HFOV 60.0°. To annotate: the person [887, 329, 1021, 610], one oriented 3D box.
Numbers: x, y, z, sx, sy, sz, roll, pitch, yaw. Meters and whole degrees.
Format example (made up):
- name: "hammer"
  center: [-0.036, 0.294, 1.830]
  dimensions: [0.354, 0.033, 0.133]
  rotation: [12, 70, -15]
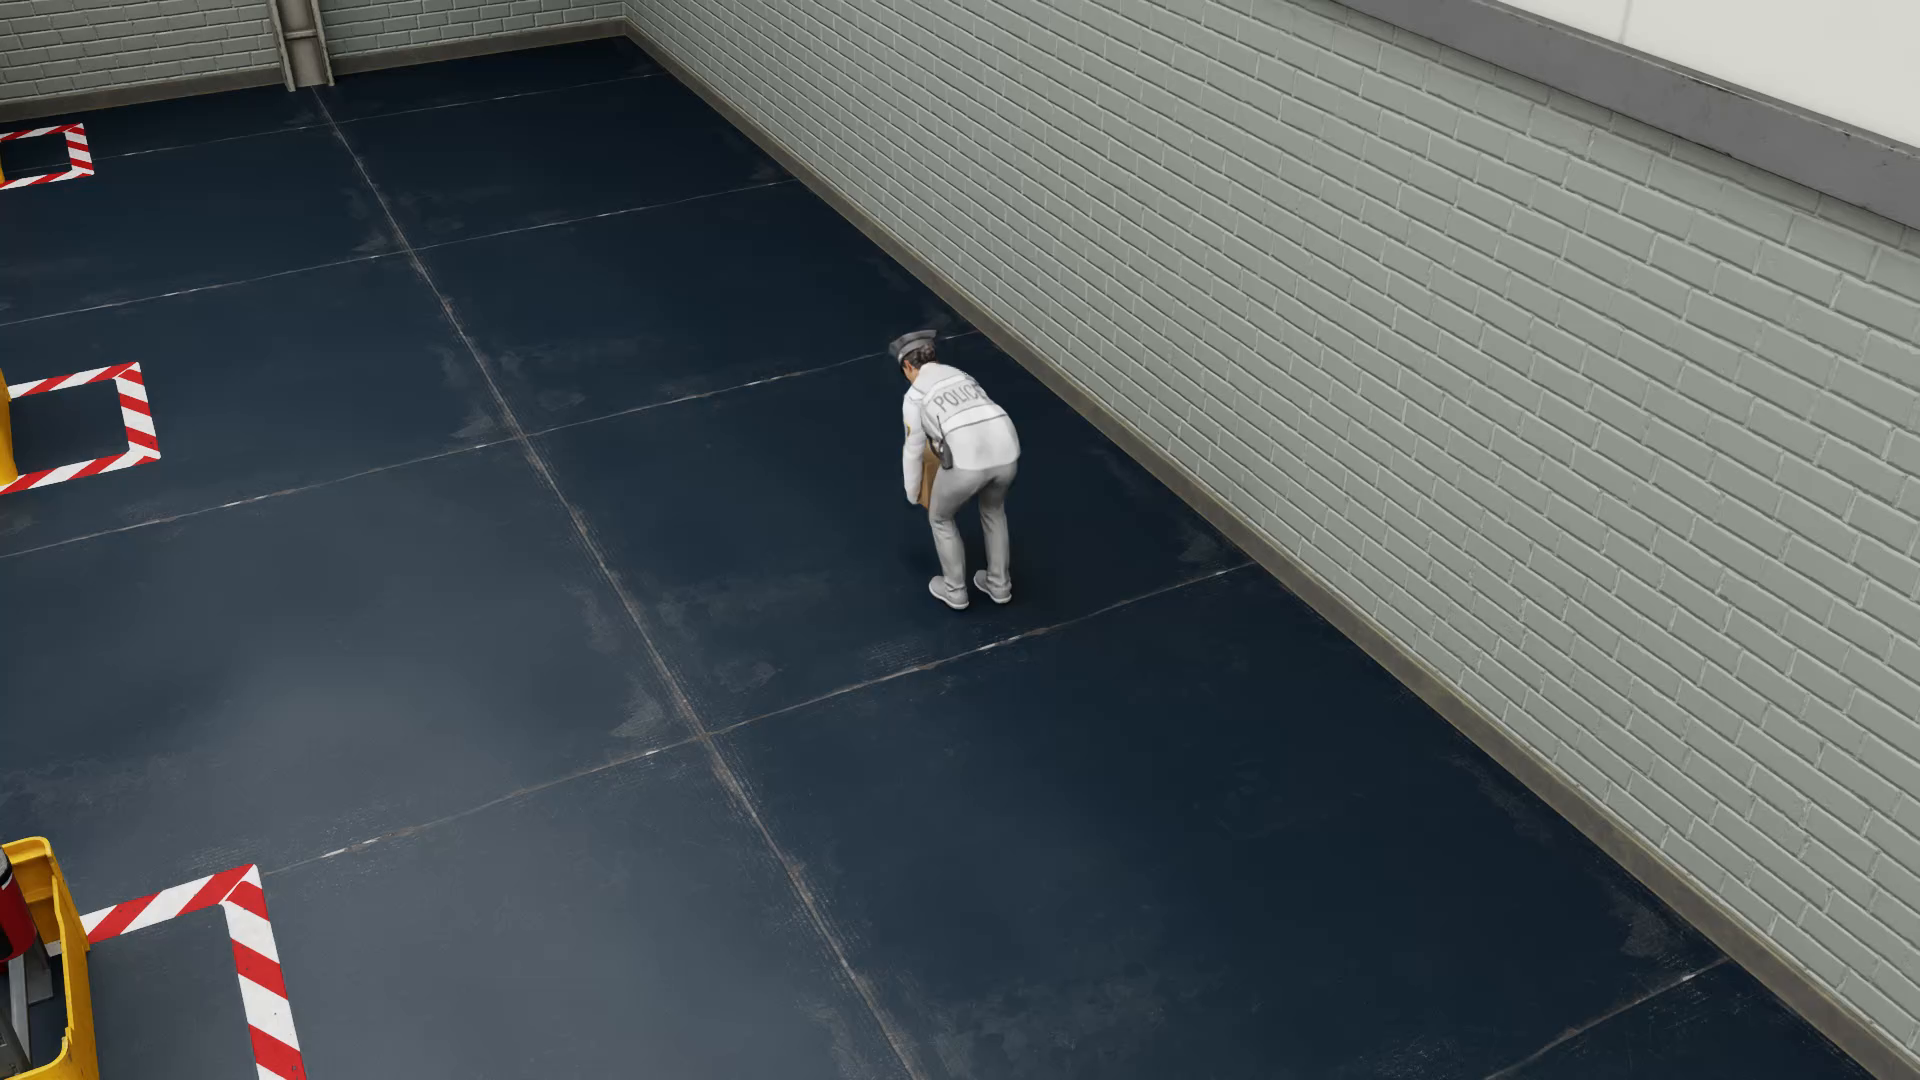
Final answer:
- name: "person"
  center: [-0.052, -0.340, 8.040]
  dimensions: [0.412, 1.251, 0.905]
  rotation: [-17, 37, -24]
